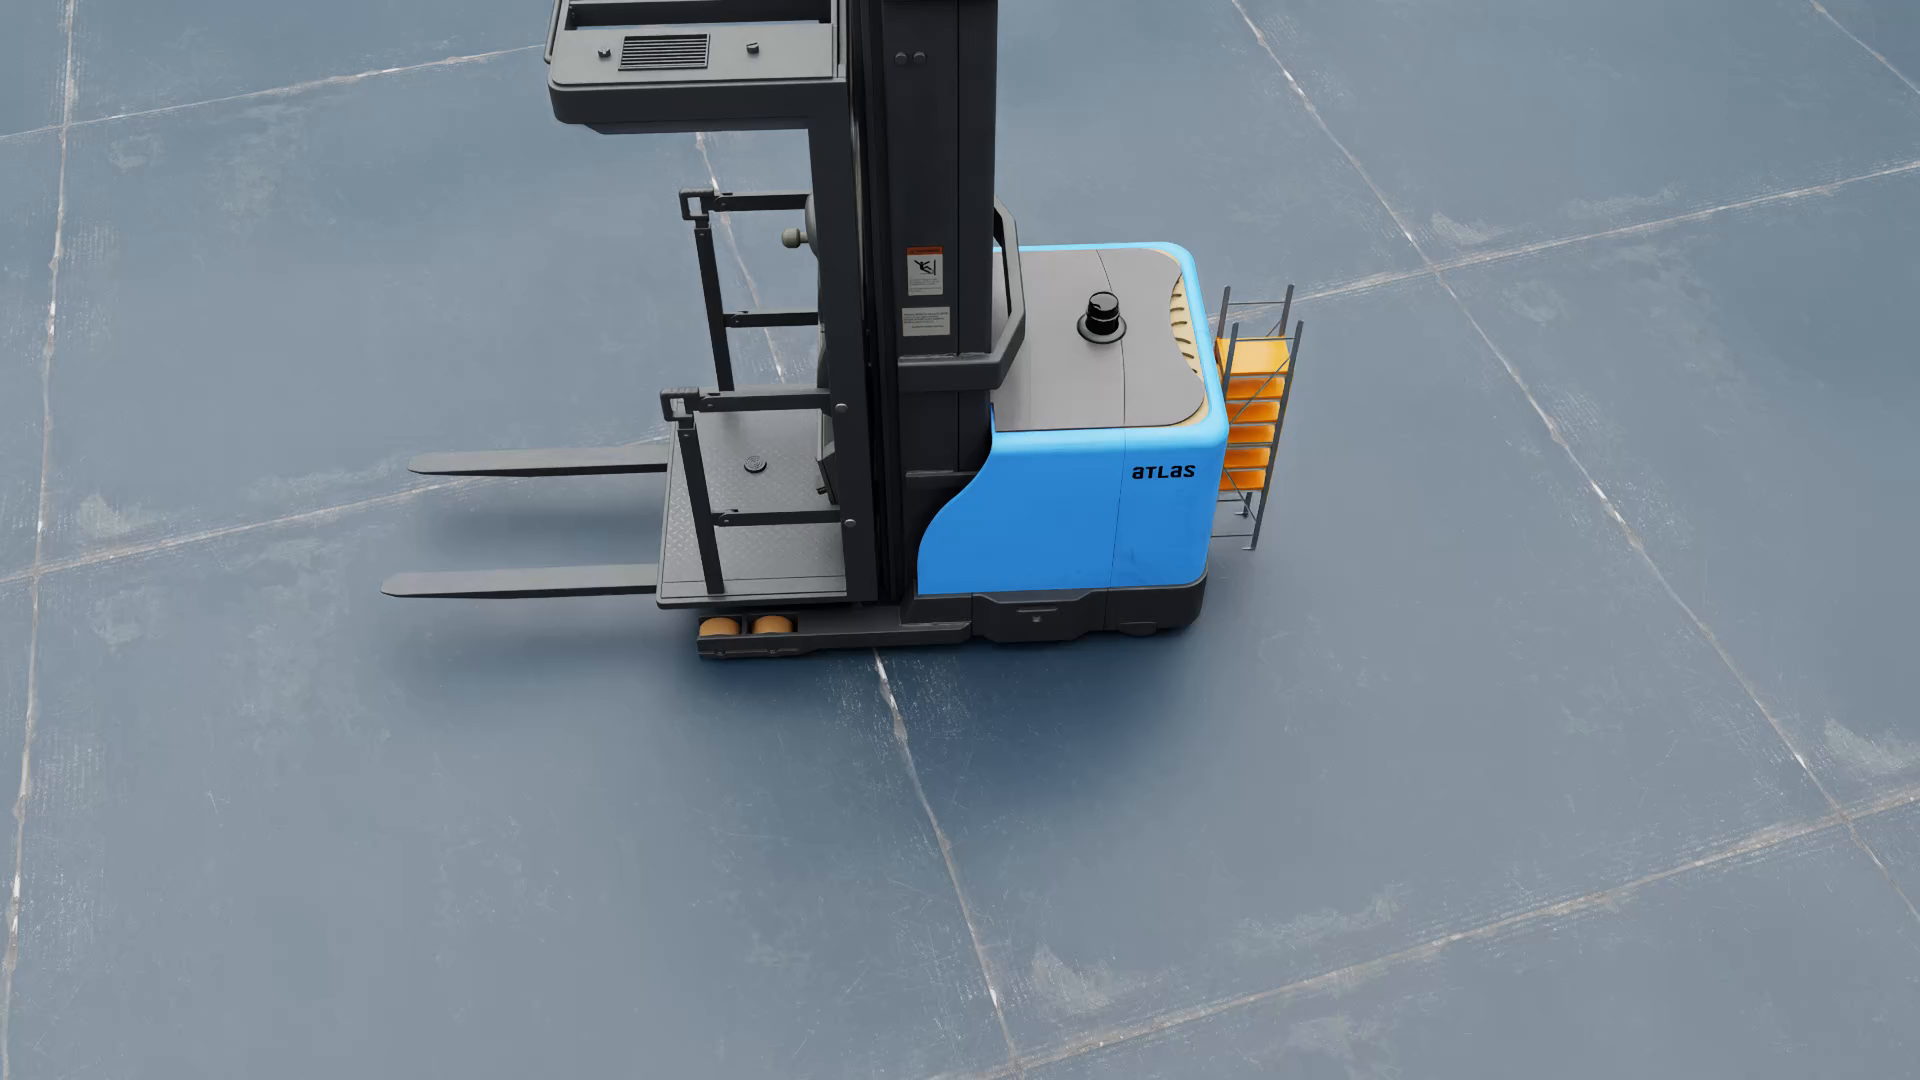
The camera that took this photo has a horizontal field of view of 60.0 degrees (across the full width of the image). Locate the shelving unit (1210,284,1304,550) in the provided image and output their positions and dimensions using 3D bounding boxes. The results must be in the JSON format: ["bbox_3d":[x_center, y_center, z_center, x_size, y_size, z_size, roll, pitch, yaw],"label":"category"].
[{"bbox_3d":[1.033,-0.418,6.107,0.258,1.200,0.189,-2,50,-2],"label":"shelving unit"}]

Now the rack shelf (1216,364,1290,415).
[{"bbox_3d":[1.033,-0.544,5.957,0.258,0.103,0.180,-2,50,-2],"label":"rack shelf"}]

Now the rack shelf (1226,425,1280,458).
[{"bbox_3d":[1.033,-0.389,6.141,0.258,0.103,0.180,-2,50,-2],"label":"rack shelf"}]

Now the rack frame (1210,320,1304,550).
[{"bbox_3d":[1.037,-0.348,6.048,0.240,1.200,0.006,-2,50,-2],"label":"rack frame"}]

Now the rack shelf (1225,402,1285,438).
[{"bbox_3d":[1.033,-0.466,6.049,0.258,0.103,0.180,-2,50,-2],"label":"rack shelf"}]

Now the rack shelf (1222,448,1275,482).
[{"bbox_3d":[1.033,-0.312,6.233,0.258,0.103,0.180,-2,50,-2],"label":"rack shelf"}]

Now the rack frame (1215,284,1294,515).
[{"bbox_3d":[1.029,-0.487,6.166,0.240,1.200,0.006,-2,50,-2],"label":"rack frame"}]

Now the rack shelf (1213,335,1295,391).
[{"bbox_3d":[1.033,-0.621,5.866,0.258,0.103,0.180,-2,50,-2],"label":"rack shelf"}]

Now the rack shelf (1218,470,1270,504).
[{"bbox_3d":[1.033,-0.234,6.324,0.258,0.103,0.180,-2,50,-2],"label":"rack shelf"}]

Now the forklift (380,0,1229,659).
[{"bbox_3d":[-0.628,-0.921,5.399,3.031,2.935,1.130,-2,50,-2],"label":"forklift"}]
